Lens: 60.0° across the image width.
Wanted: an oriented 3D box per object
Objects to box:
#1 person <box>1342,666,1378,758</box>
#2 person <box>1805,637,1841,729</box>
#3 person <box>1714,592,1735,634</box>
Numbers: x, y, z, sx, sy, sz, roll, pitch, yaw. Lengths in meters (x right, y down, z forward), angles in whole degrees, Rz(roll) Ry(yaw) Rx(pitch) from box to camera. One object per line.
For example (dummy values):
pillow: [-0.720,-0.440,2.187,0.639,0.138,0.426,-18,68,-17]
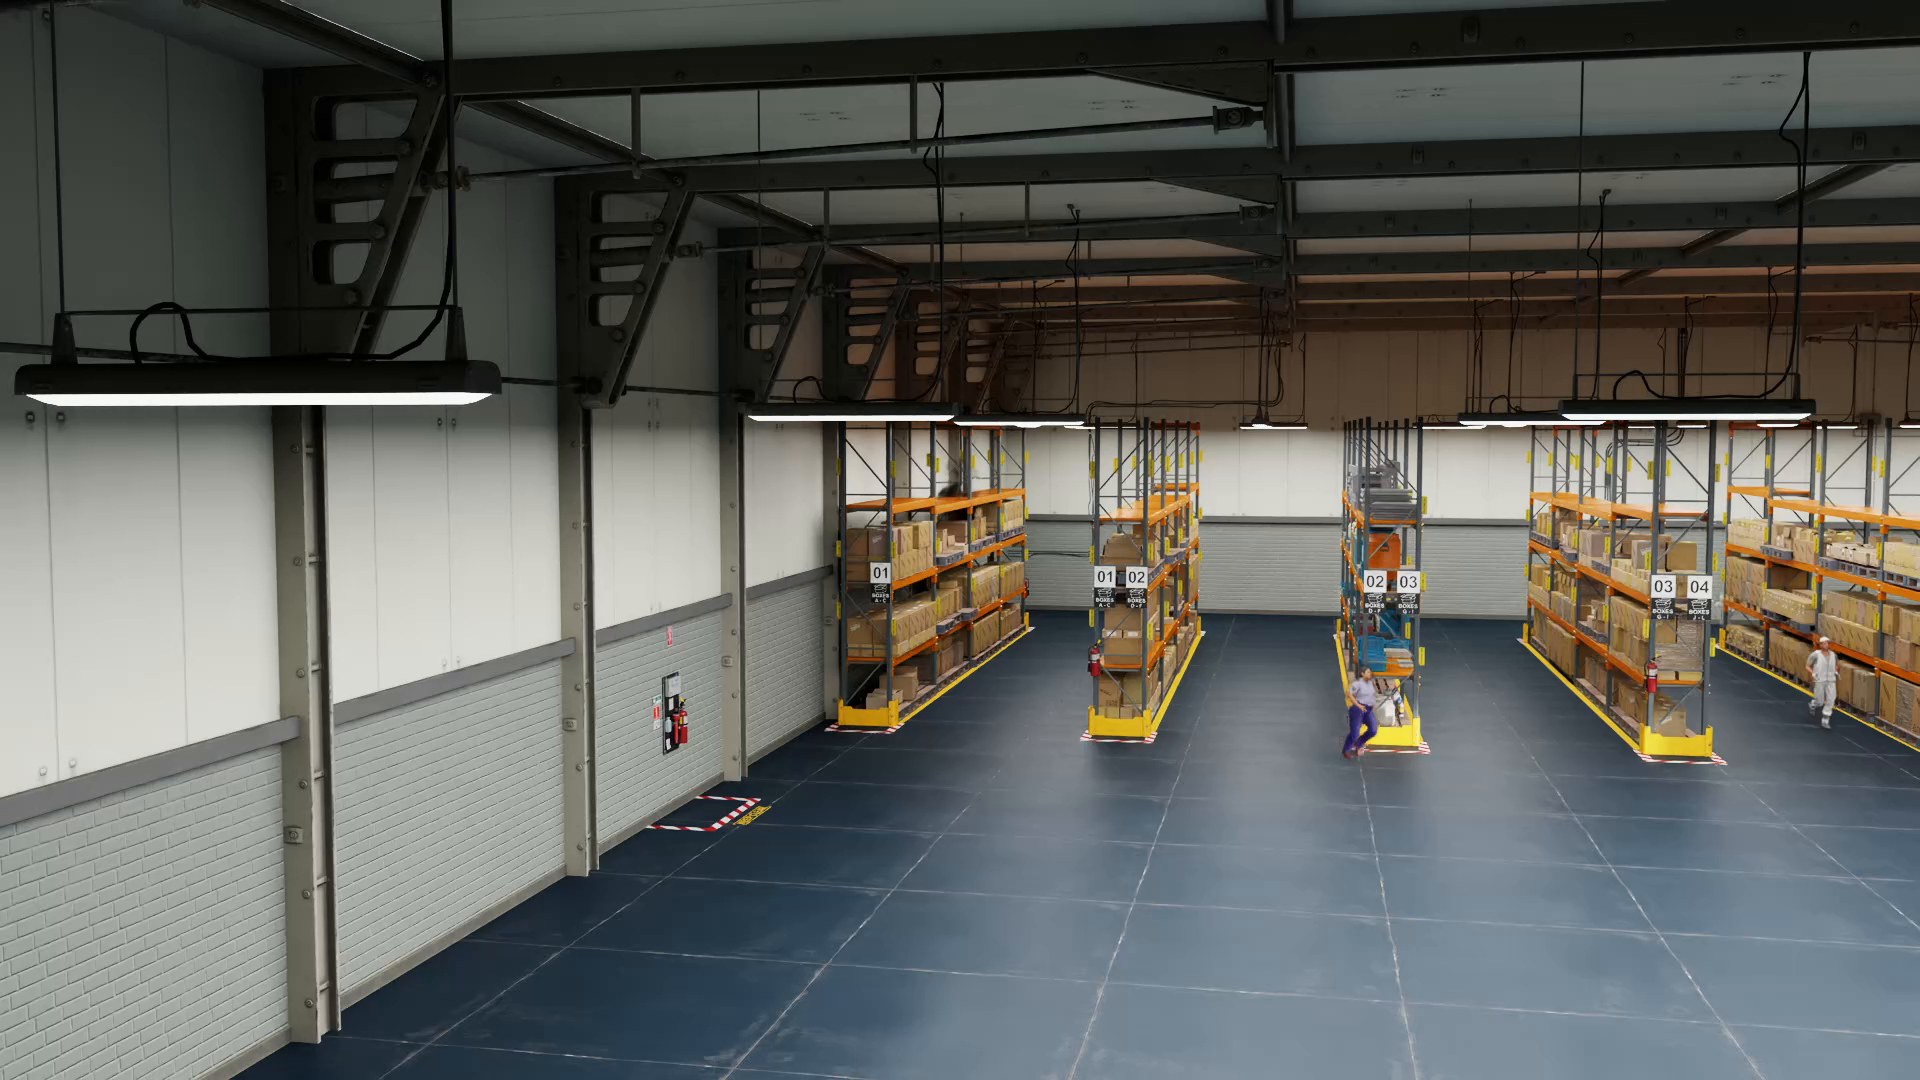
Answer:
person: [7.111,3.024,29.262,0.668,1.591,0.570,-2,4,-29]
person: [16.781,2.754,32.299,0.654,1.760,0.770,0,4,5]
person: [20.855,1.958,45.226,0.653,1.673,0.588,-1,4,-8]
